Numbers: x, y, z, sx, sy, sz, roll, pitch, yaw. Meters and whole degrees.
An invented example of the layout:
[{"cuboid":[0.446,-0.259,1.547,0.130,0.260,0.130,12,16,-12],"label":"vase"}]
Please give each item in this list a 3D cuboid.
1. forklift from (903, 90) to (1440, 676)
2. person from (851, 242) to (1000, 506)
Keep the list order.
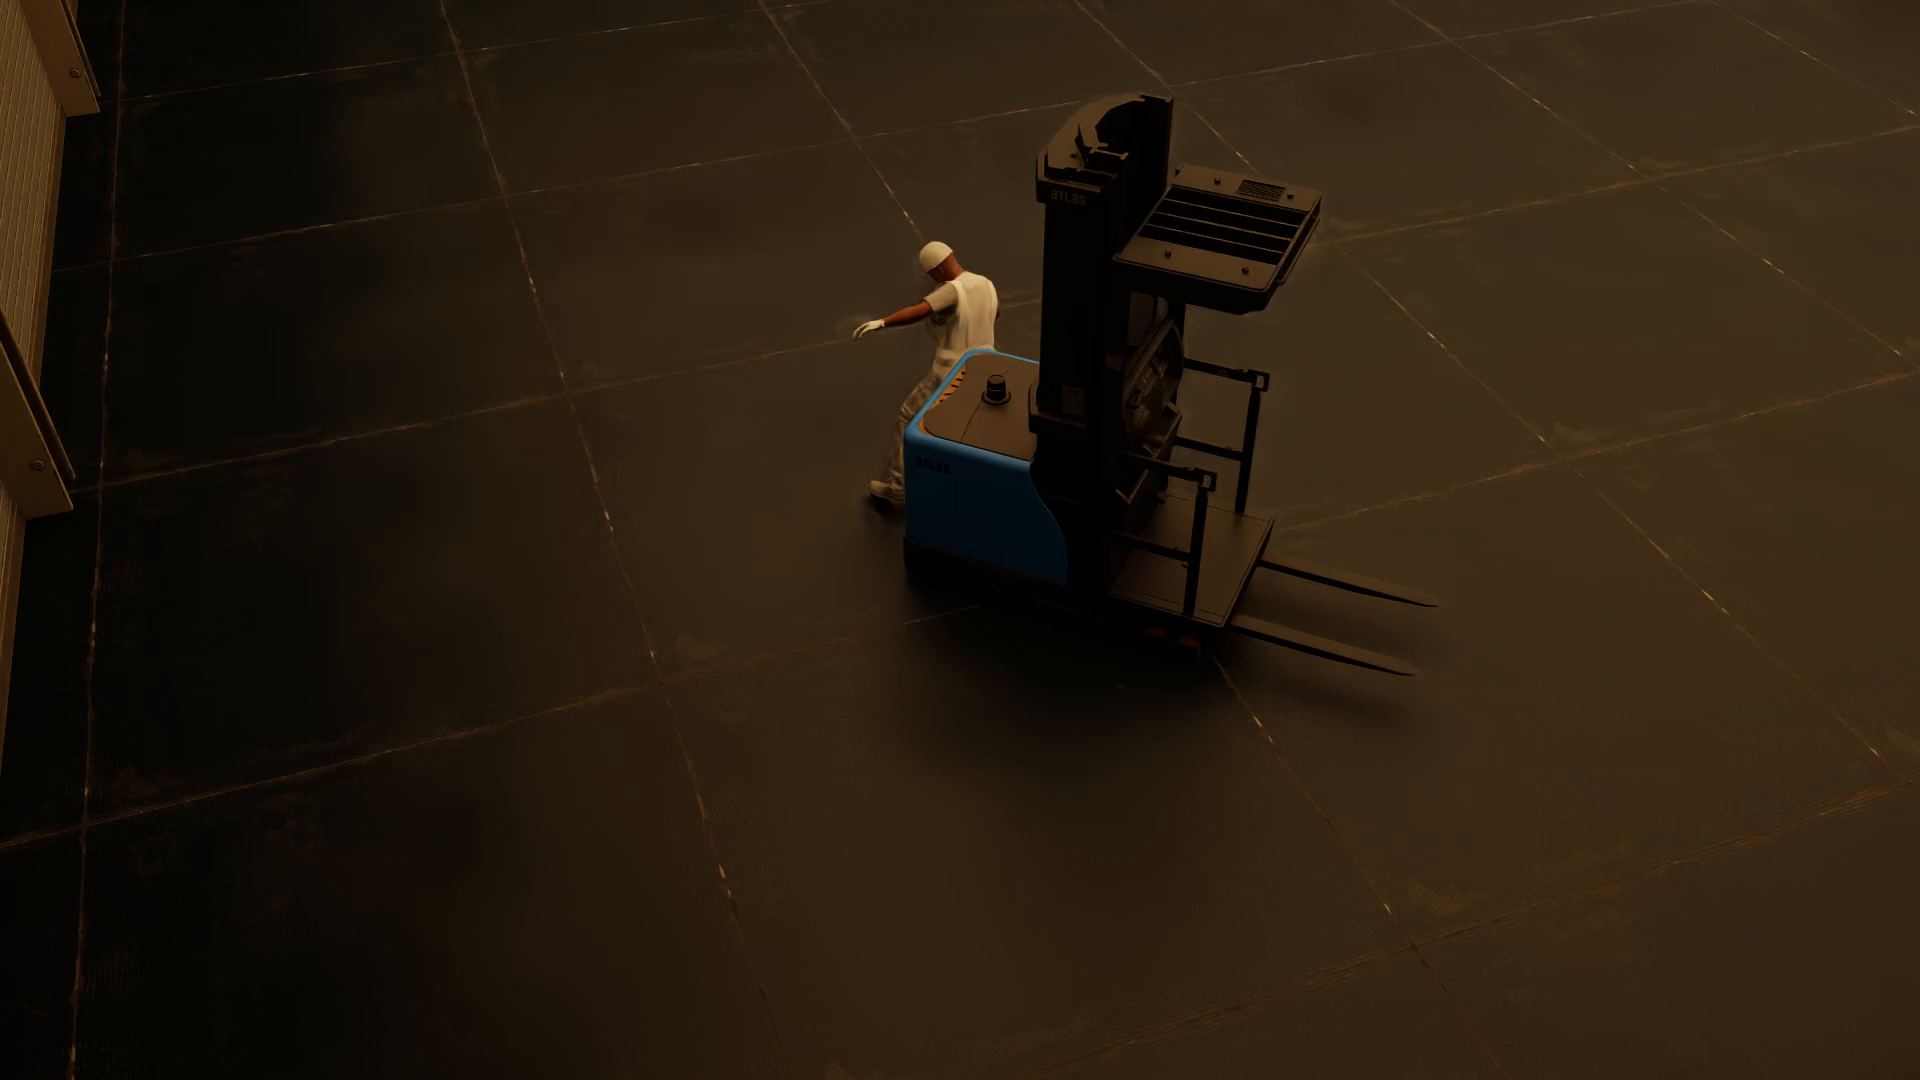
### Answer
[{"cuboid":[1.228,-0.806,8.956,3.031,2.935,1.130,16,43,18],"label":"forklift"},{"cuboid":[-0.155,-1.134,10.533,1.317,1.445,0.794,-27,47,-28],"label":"person"}]
